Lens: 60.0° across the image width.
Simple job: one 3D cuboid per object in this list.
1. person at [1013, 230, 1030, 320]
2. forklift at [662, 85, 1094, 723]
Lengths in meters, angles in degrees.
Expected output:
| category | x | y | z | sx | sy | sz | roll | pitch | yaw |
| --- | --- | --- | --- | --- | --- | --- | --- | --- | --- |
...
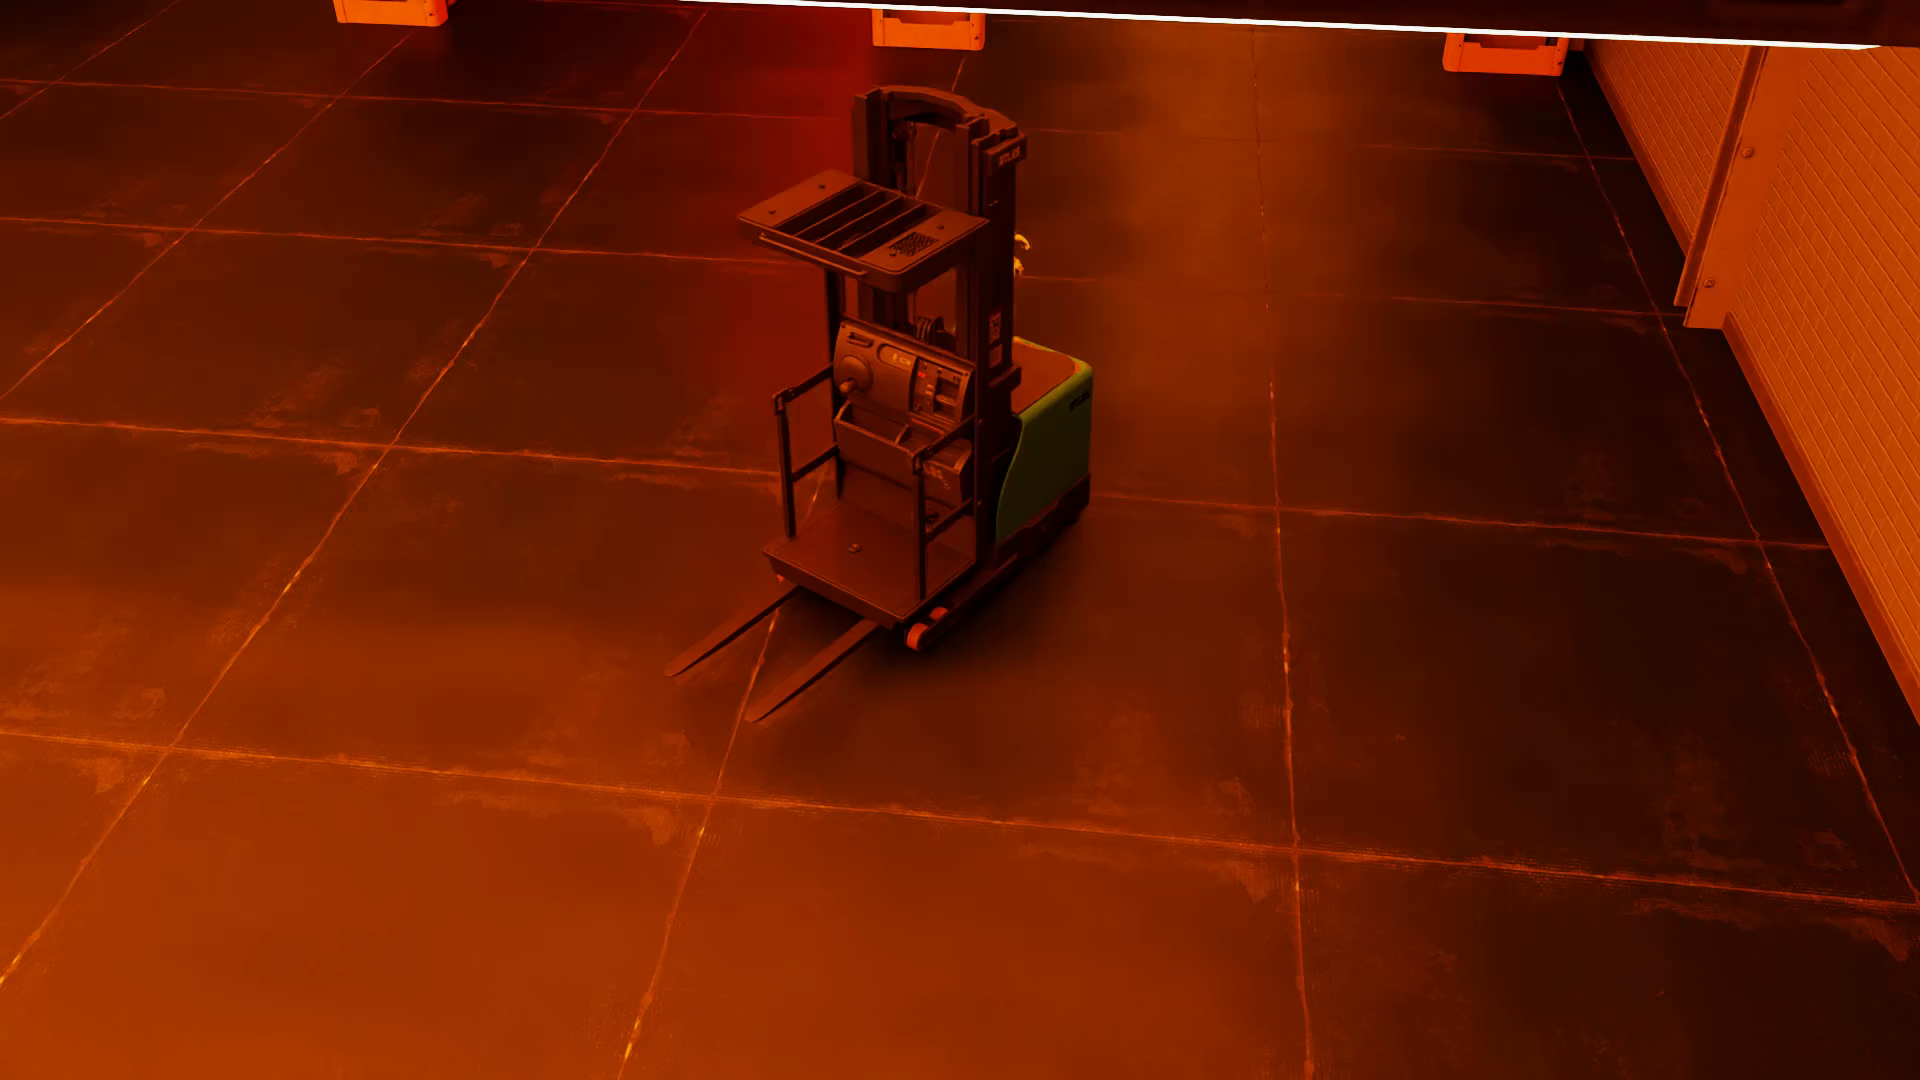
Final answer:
| category | x | y | z | sx | sy | sz | roll | pitch | yaw |
| --- | --- | --- | --- | --- | --- | --- | --- | --- | --- |
| person | 0.242 | -1.975 | 11.851 | 0.561 | 1.630 | 0.732 | -2 | 36 | -3 |
| forklift | -0.457 | -0.865 | 9.203 | 1.130 | 2.935 | 3.031 | 24 | 43 | 29 |
